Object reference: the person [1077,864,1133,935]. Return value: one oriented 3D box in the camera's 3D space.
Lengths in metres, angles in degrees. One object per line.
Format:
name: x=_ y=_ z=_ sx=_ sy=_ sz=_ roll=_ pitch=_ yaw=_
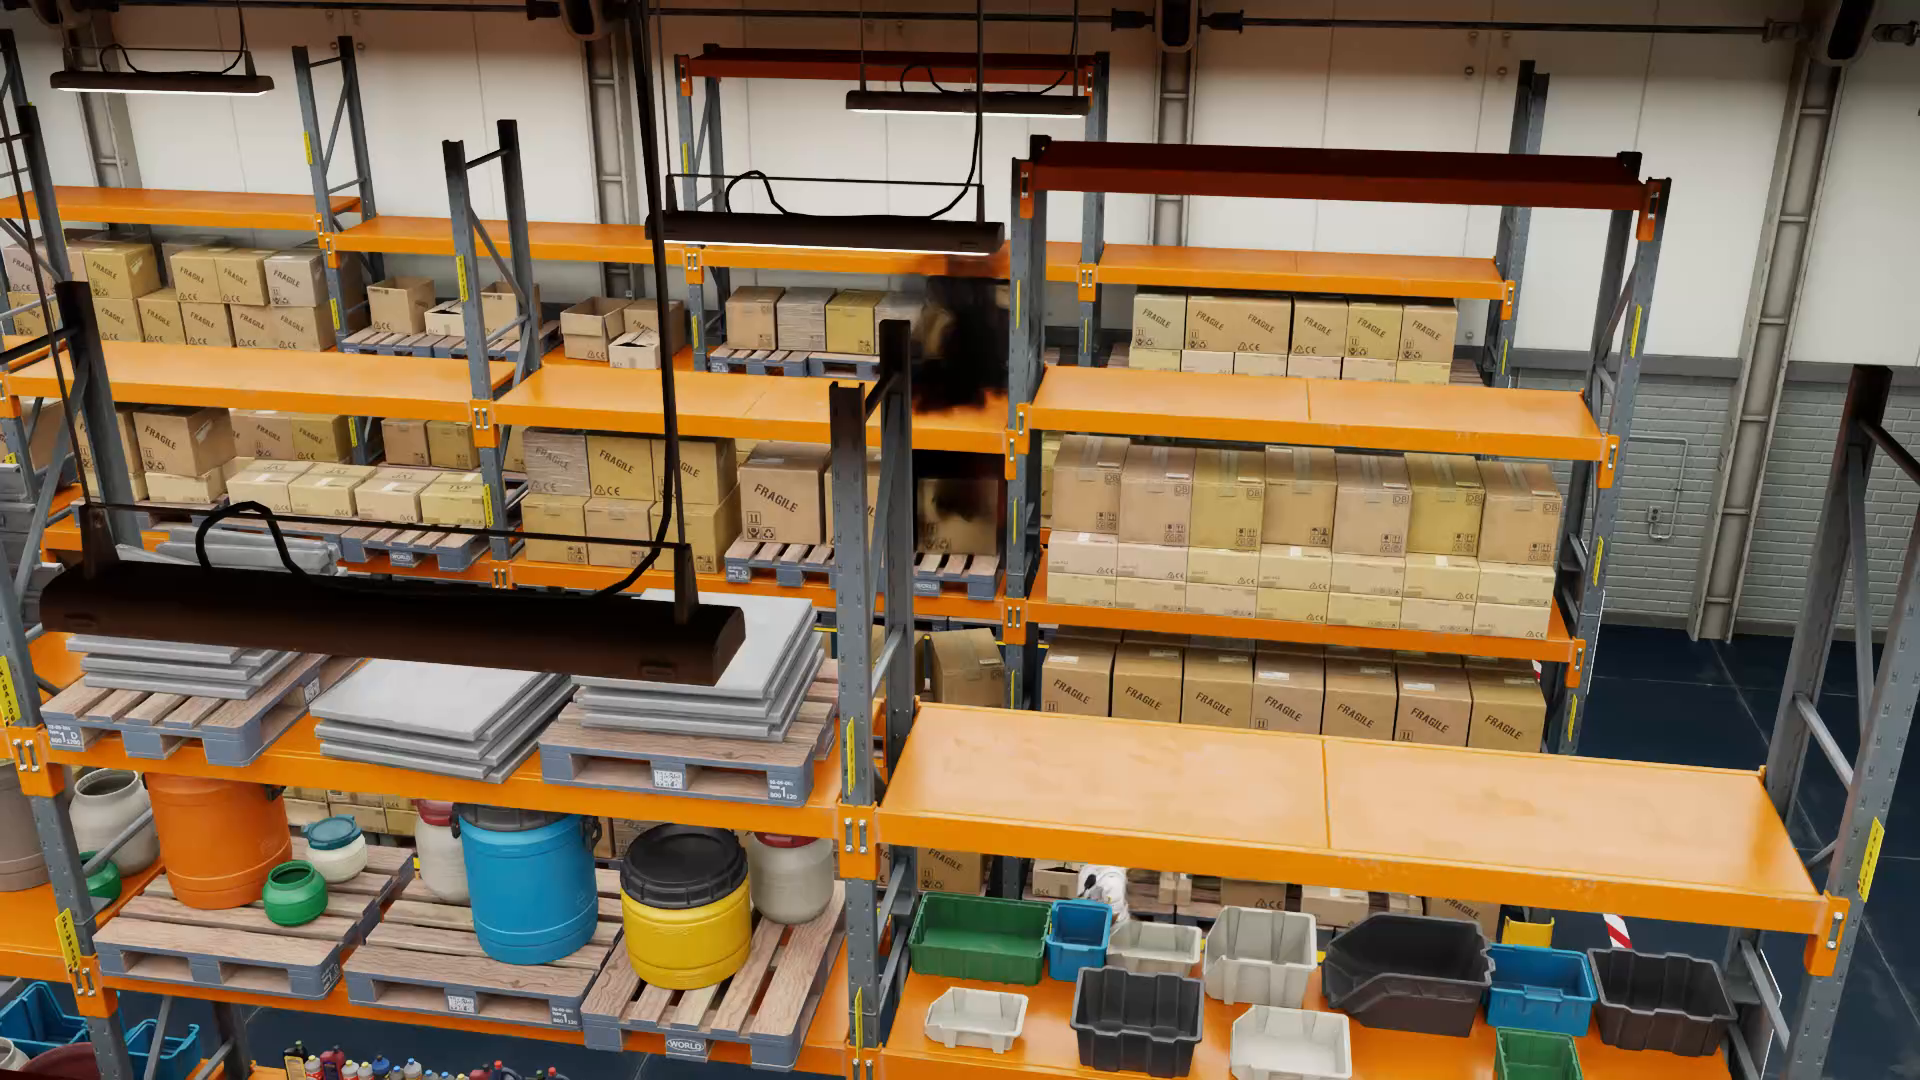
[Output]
person: x=0.924 y=2.644 z=11.332 sx=0.532 sy=1.630 sz=0.603 roll=0 pitch=23 yaw=0
